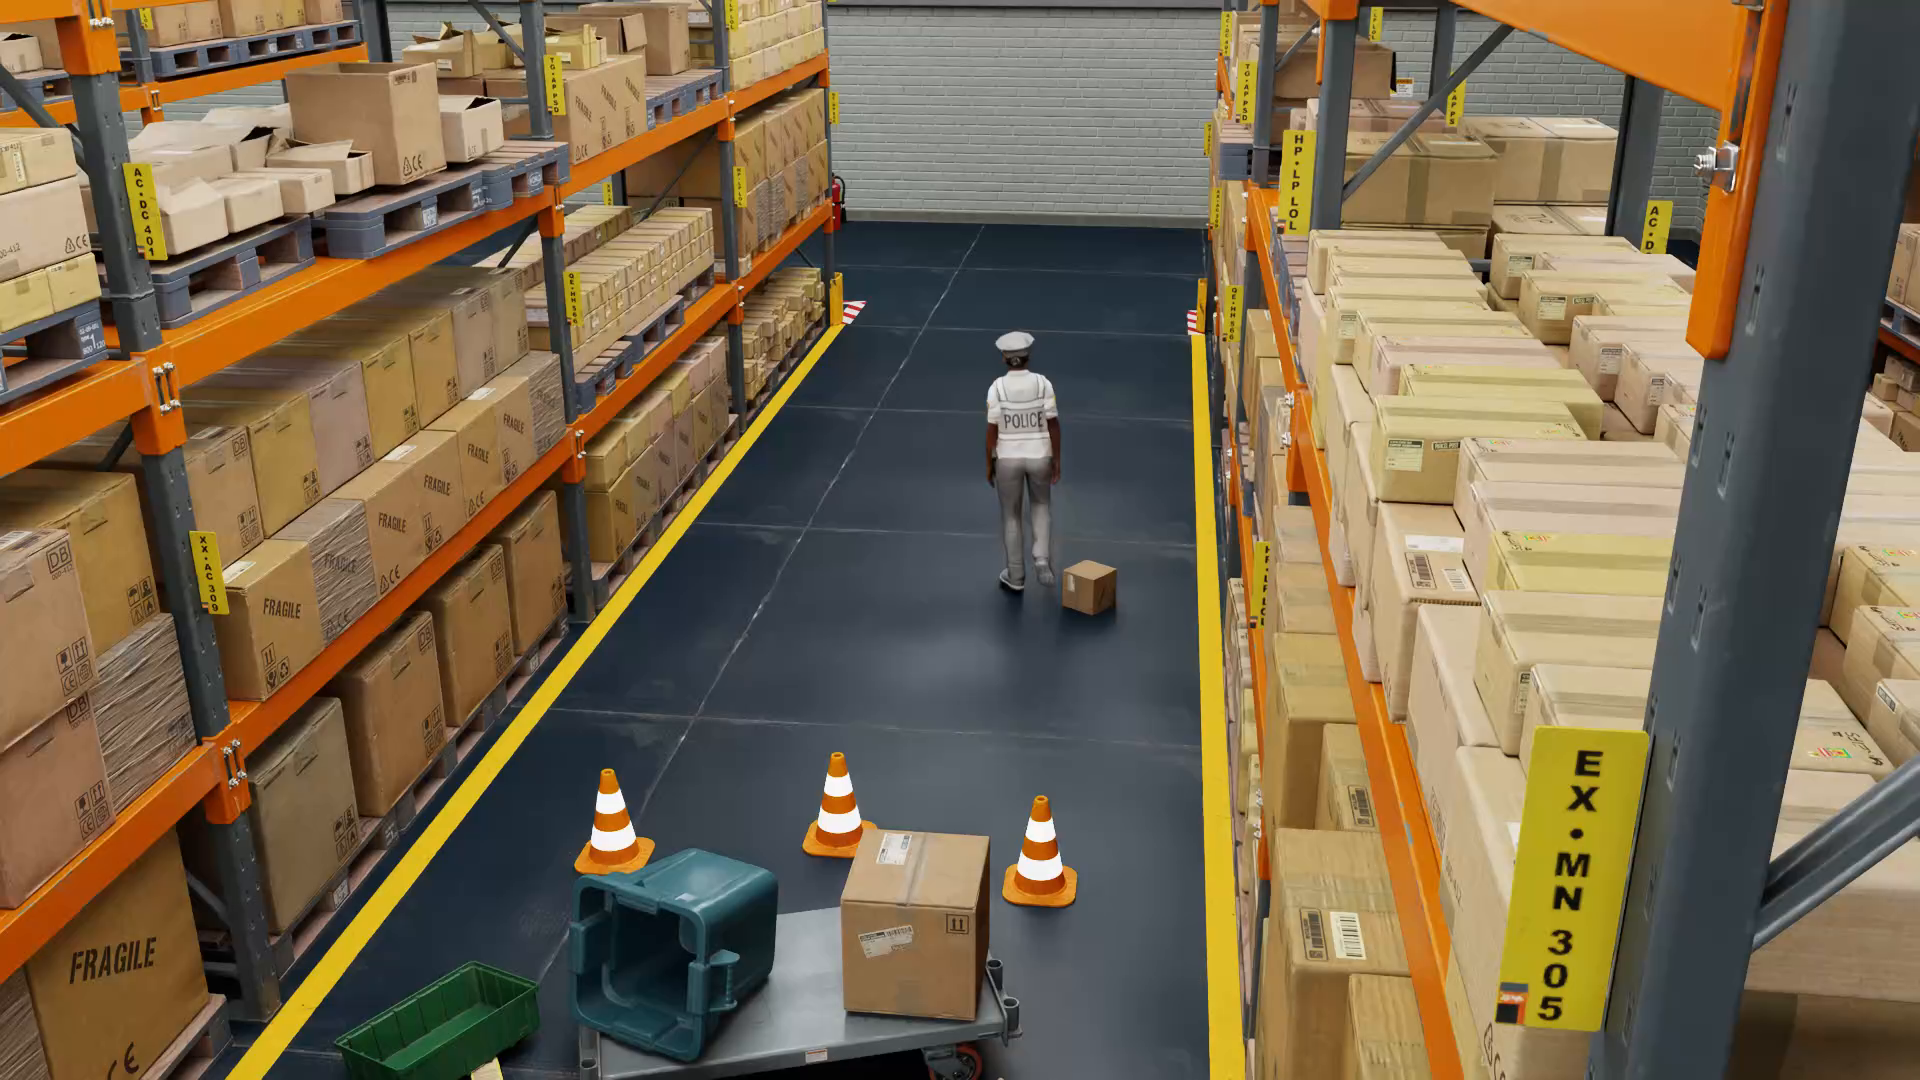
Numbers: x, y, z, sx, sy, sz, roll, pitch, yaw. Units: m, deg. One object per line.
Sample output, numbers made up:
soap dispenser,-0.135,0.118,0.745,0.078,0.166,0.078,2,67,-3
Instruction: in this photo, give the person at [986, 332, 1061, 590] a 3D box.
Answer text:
person,0.413,-0.490,10.776,0.476,1.654,0.494,-4,22,-9
